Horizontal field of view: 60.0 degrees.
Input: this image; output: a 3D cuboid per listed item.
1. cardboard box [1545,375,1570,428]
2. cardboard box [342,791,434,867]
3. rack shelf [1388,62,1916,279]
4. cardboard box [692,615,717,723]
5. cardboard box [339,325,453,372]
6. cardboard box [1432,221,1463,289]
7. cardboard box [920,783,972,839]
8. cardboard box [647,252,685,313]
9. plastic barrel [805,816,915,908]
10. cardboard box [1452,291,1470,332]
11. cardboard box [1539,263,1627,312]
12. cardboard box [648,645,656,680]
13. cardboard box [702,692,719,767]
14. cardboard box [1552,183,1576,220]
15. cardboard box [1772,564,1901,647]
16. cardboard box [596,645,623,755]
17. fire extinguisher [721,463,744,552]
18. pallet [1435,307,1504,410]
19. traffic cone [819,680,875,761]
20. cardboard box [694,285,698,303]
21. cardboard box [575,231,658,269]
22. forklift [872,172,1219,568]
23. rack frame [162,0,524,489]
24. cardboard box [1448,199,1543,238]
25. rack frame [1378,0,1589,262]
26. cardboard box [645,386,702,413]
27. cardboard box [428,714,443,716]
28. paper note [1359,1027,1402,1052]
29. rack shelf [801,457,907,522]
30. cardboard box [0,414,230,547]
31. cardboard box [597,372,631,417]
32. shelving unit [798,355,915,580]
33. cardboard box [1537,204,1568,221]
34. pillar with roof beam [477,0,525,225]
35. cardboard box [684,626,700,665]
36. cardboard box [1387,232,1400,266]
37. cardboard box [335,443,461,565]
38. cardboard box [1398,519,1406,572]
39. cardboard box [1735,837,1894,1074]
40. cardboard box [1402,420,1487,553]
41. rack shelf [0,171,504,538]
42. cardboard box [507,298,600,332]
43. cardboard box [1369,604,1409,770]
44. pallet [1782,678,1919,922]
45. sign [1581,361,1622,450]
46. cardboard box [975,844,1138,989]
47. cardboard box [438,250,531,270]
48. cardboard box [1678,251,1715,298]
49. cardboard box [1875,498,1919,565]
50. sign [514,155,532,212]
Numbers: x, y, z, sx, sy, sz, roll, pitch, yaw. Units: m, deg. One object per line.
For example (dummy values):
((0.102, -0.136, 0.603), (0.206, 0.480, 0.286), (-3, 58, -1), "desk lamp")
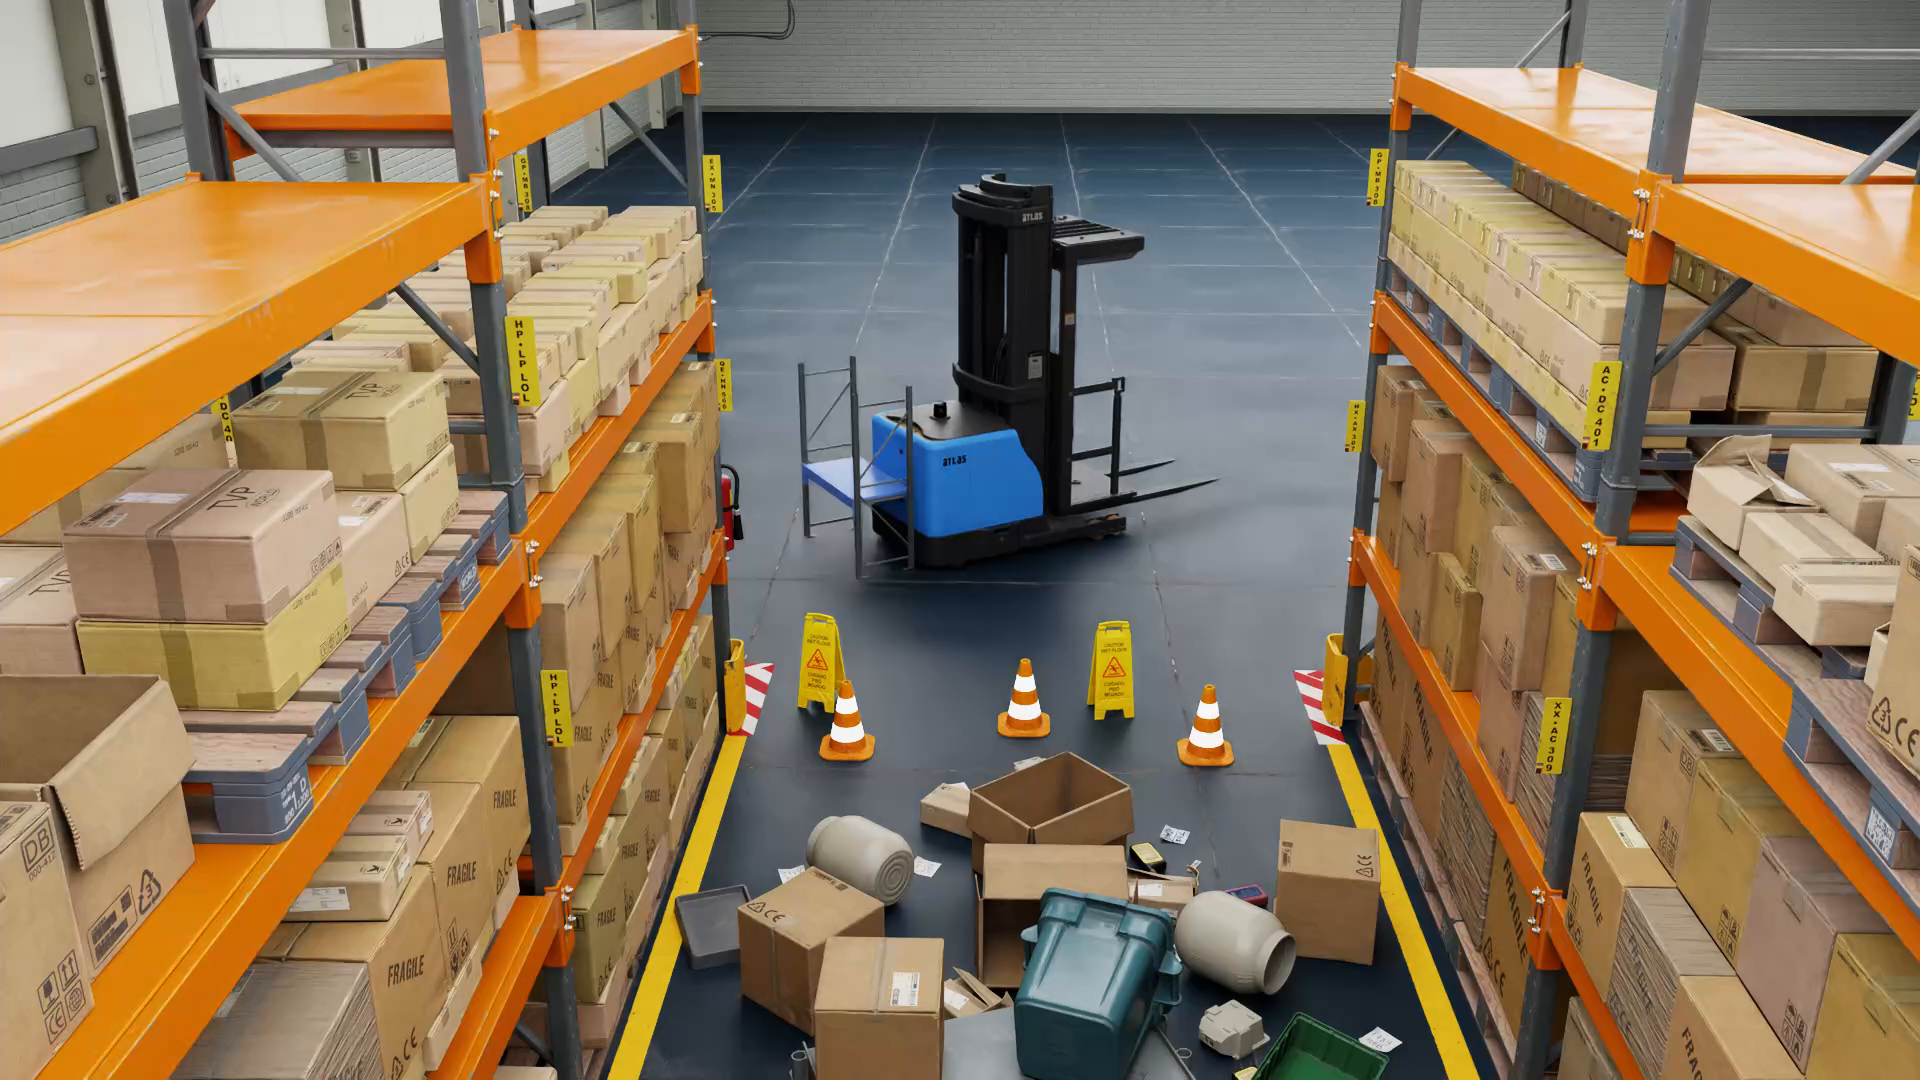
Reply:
((2.545, -0.547, 6.567), (0.380, 0.149, 0.250), (1, 21, 3), "cardboard box")
((-1.901, 0.920, 5.277), (0.380, 0.149, 0.250), (0, 21, 0), "cardboard box")
((2.906, -1.795, 7.556), (1.077, 0.370, 4.000), (1, 21, 2), "rack shelf")
((-1.747, 0.768, 9.880), (0.500, 0.500, 0.500), (1, 21, 2), "cardboard box")
((-2.285, -0.773, 6.766), (0.380, 0.149, 0.250), (1, 21, 3), "cardboard box")
((2.667, -1.415, 8.253), (0.500, 0.250, 0.500), (0, 21, 1), "cardboard box")
((-0.004, 1.564, 9.586), (0.380, 0.149, 0.250), (13, 25, 29), "cardboard box")
((-1.760, -1.359, 8.826), (0.500, 0.250, 0.500), (0, 21, 1), "cardboard box")
((-0.533, 1.703, 8.847), (0.512, 0.421, 0.421), (18, 27, 38), "plastic barrel")
((2.591, -1.098, 7.987), (0.380, 0.149, 0.250), (1, 21, 2), "cardboard box")
((2.554, -1.010, 6.659), (0.380, 0.149, 0.250), (1, 21, 2), "cardboard box")
((-1.747, 0.638, 8.378), (0.380, 0.149, 0.250), (1, 21, 1), "cardboard box")
((-1.740, 1.129, 9.987), (0.500, 0.250, 0.500), (1, 21, 1), "cardboard box")
((3.273, -1.737, 8.531), (0.380, 0.149, 0.250), (1, 21, 3), "cardboard box")
((2.543, 0.183, 4.685), (0.380, 0.149, 0.250), (1, 21, 2), "cardboard box")
((-1.821, 0.662, 7.420), (0.500, 0.500, 0.500), (1, 21, 1), "cardboard box")
((-1.519, -0.261, 10.456), (0.296, 0.674, 0.183), (1, 21, 2), "fire extinguisher")
((2.921, -0.890, 7.944), (1.003, 0.211, 1.213), (1, 21, 2), "pallet")
((-0.707, 1.091, 10.370), (0.336, 0.463, 0.334), (1, 21, 2), "traffic cone")
((-1.715, -1.410, 9.511), (0.380, 0.149, 0.250), (1, 21, 2), "cardboard box")
((-1.794, -1.512, 8.671), (0.380, 0.149, 0.250), (1, 21, 2), "cardboard box")
((0.802, -1.519, 13.687), (3.031, 2.935, 1.130), (-12, 24, -29), "forklift")
((-2.105, -1.612, 5.536), (1.000, 3.000, 0.127), (1, 21, 2), "rack frame")
((2.599, -1.562, 8.080), (0.380, 0.149, 0.250), (0, 21, 1), "cardboard box")
((2.967, -3.040, 9.217), (1.000, 3.000, 0.127), (1, 21, 2), "rack frame")
((-1.804, -0.543, 9.142), (0.700, 0.500, 0.500), (1, 21, 2), "cardboard box")
((-2.340, 0.836, 6.970), (0.500, 0.500, 0.500), (0, 21, 0), "cardboard box")
((1.961, 2.334, 7.764), (0.147, 0.020, 0.142), (-16, 26, -35), "paper note")
((-0.831, -0.429, 13.351), (0.538, 0.185, 1.000), (-11, 24, -26), "rack shelf")
((-2.529, -0.185, 4.941), (0.500, 0.250, 0.500), (0, 21, 0), "cardboard box")
((-1.724, -0.671, 7.606), (0.380, 0.149, 0.250), (0, 21, 1), "cardboard box")
((-0.831, -0.596, 13.286), (0.538, 1.500, 1.048), (-11, 24, -26), "shelving unit")
((3.216, -1.592, 8.709), (0.500, 0.250, 0.500), (1, 21, 2), "cardboard box")
((-3.017, -9.330, 25.429), (9.100, 9.000, 0.400), (1, 21, 2), "pillar with roof beam")
((-1.691, 0.599, 9.419), (0.380, 0.149, 0.250), (1, 21, 3), "cardboard box")
((2.636, -1.646, 9.401), (0.380, 0.149, 0.250), (1, 21, 2), "cardboard box")
((-1.978, -0.126, 5.481), (0.500, 0.250, 0.500), (0, 21, 1), "cardboard box")
((3.006, 0.021, 9.415), (0.875, 0.550, 0.550), (1, 21, 2), "cardboard box")
((2.807, 1.239, 4.963), (0.700, 0.500, 0.500), (1, 21, 2), "cardboard box")
((2.840, -0.282, 8.702), (0.875, 0.550, 0.550), (1, 21, 2), "cardboard box")
((-2.166, -0.367, 3.875), (1.077, 0.370, 4.000), (1, 21, 2), "rack shelf")
((-1.782, -0.953, 7.230), (0.380, 0.149, 0.250), (0, 21, 0), "cardboard box")
((3.013, 0.798, 9.977), (0.875, 0.875, 0.875), (1, 21, 2), "cardboard box")
((2.722, 0.701, 3.983), (1.003, 0.211, 1.213), (2, 21, 4), "pallet")
((2.291, -0.479, 5.939), (0.100, 0.325, 0.005), (1, 21, 2), "sign")
((0.473, 1.841, 8.195), (0.797, 0.637, 0.503), (1, 21, 2), "cardboard box")
((-2.343, -1.333, 8.209), (0.380, 0.149, 0.250), (1, 21, 3), "cardboard box")
((3.218, -1.096, 6.879), (0.380, 0.149, 0.250), (0, 21, 1), "cardboard box")
((3.028, 0.081, 4.809), (0.500, 0.250, 0.500), (0, 21, 1), "cardboard box")
((-2.526, -2.073, 9.663), (0.100, 0.325, 0.005), (1, 21, 2), "sign")
